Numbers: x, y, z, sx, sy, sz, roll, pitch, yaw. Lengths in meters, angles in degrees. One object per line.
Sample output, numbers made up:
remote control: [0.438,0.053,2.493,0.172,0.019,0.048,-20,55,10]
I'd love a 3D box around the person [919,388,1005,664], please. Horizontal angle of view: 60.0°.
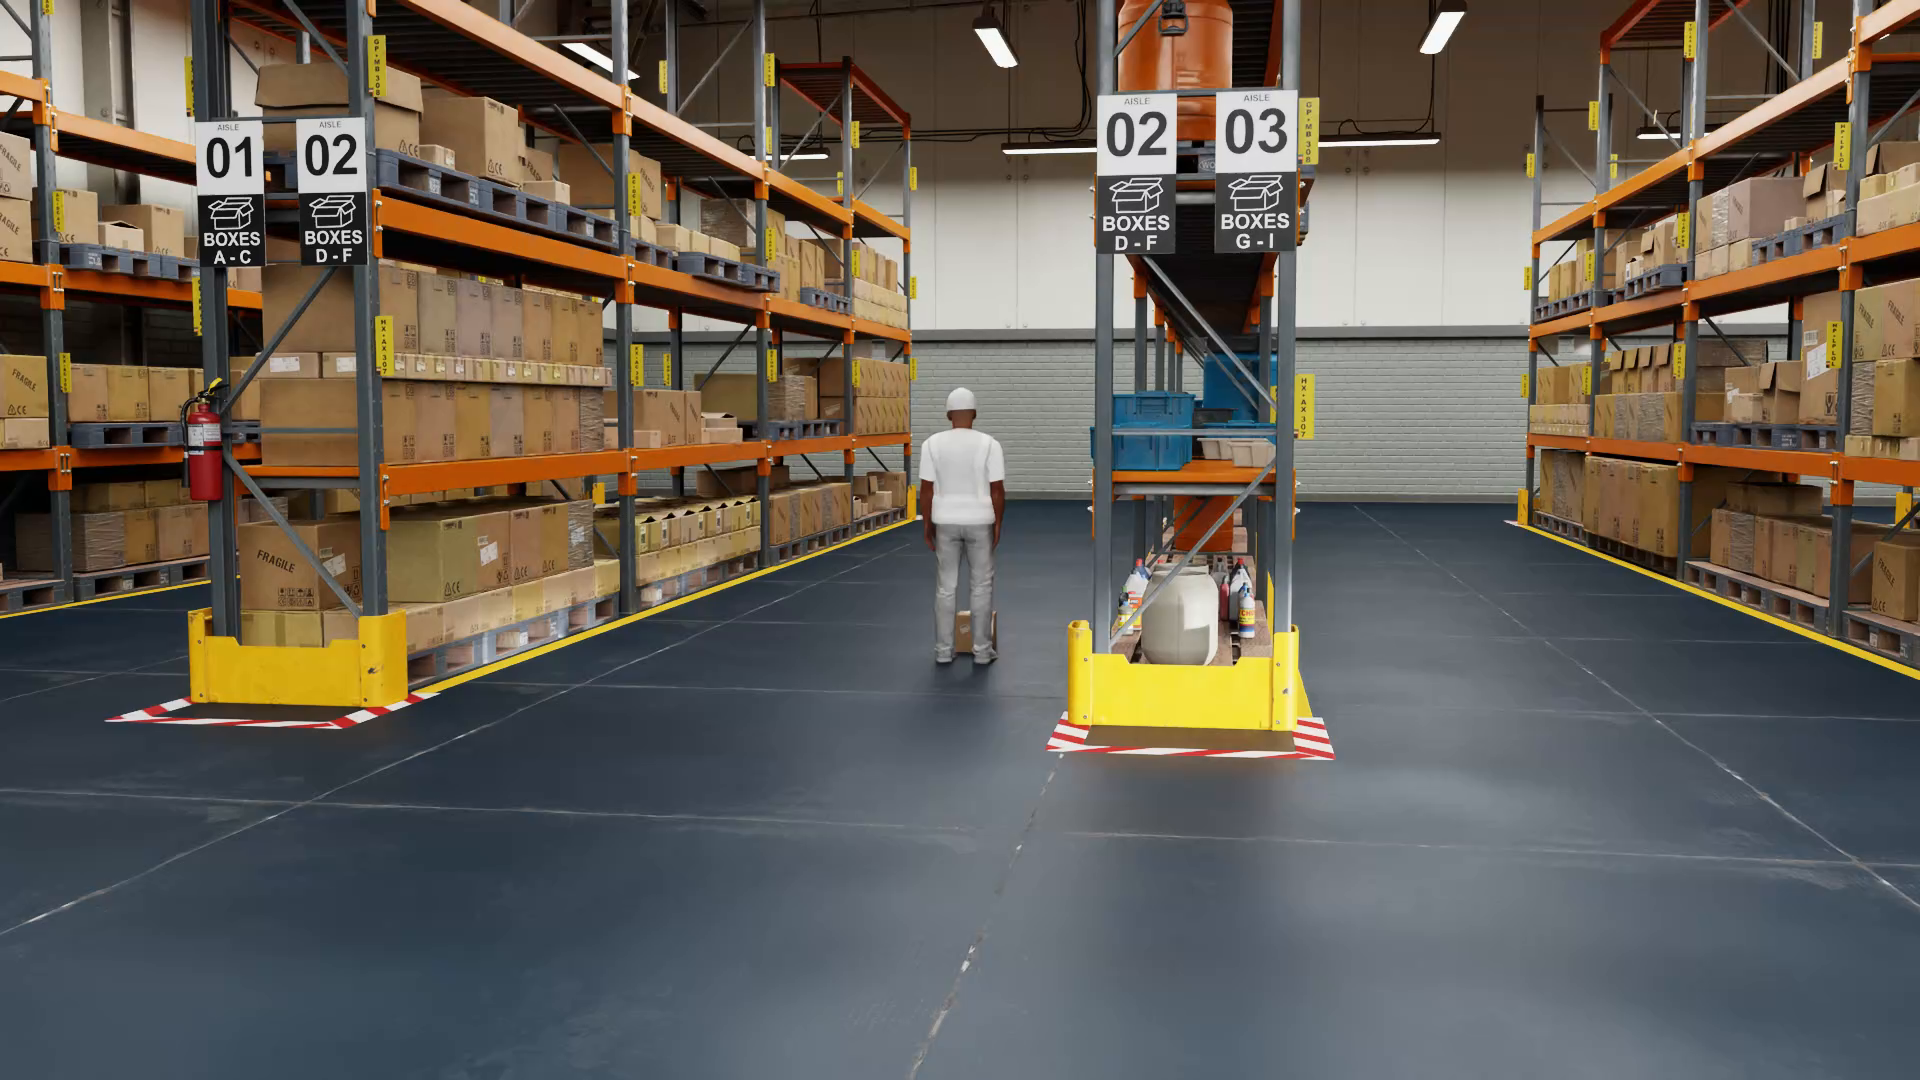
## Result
person: [0.018,-0.094,10.720,0.561,1.763,0.353,1,5,10]
